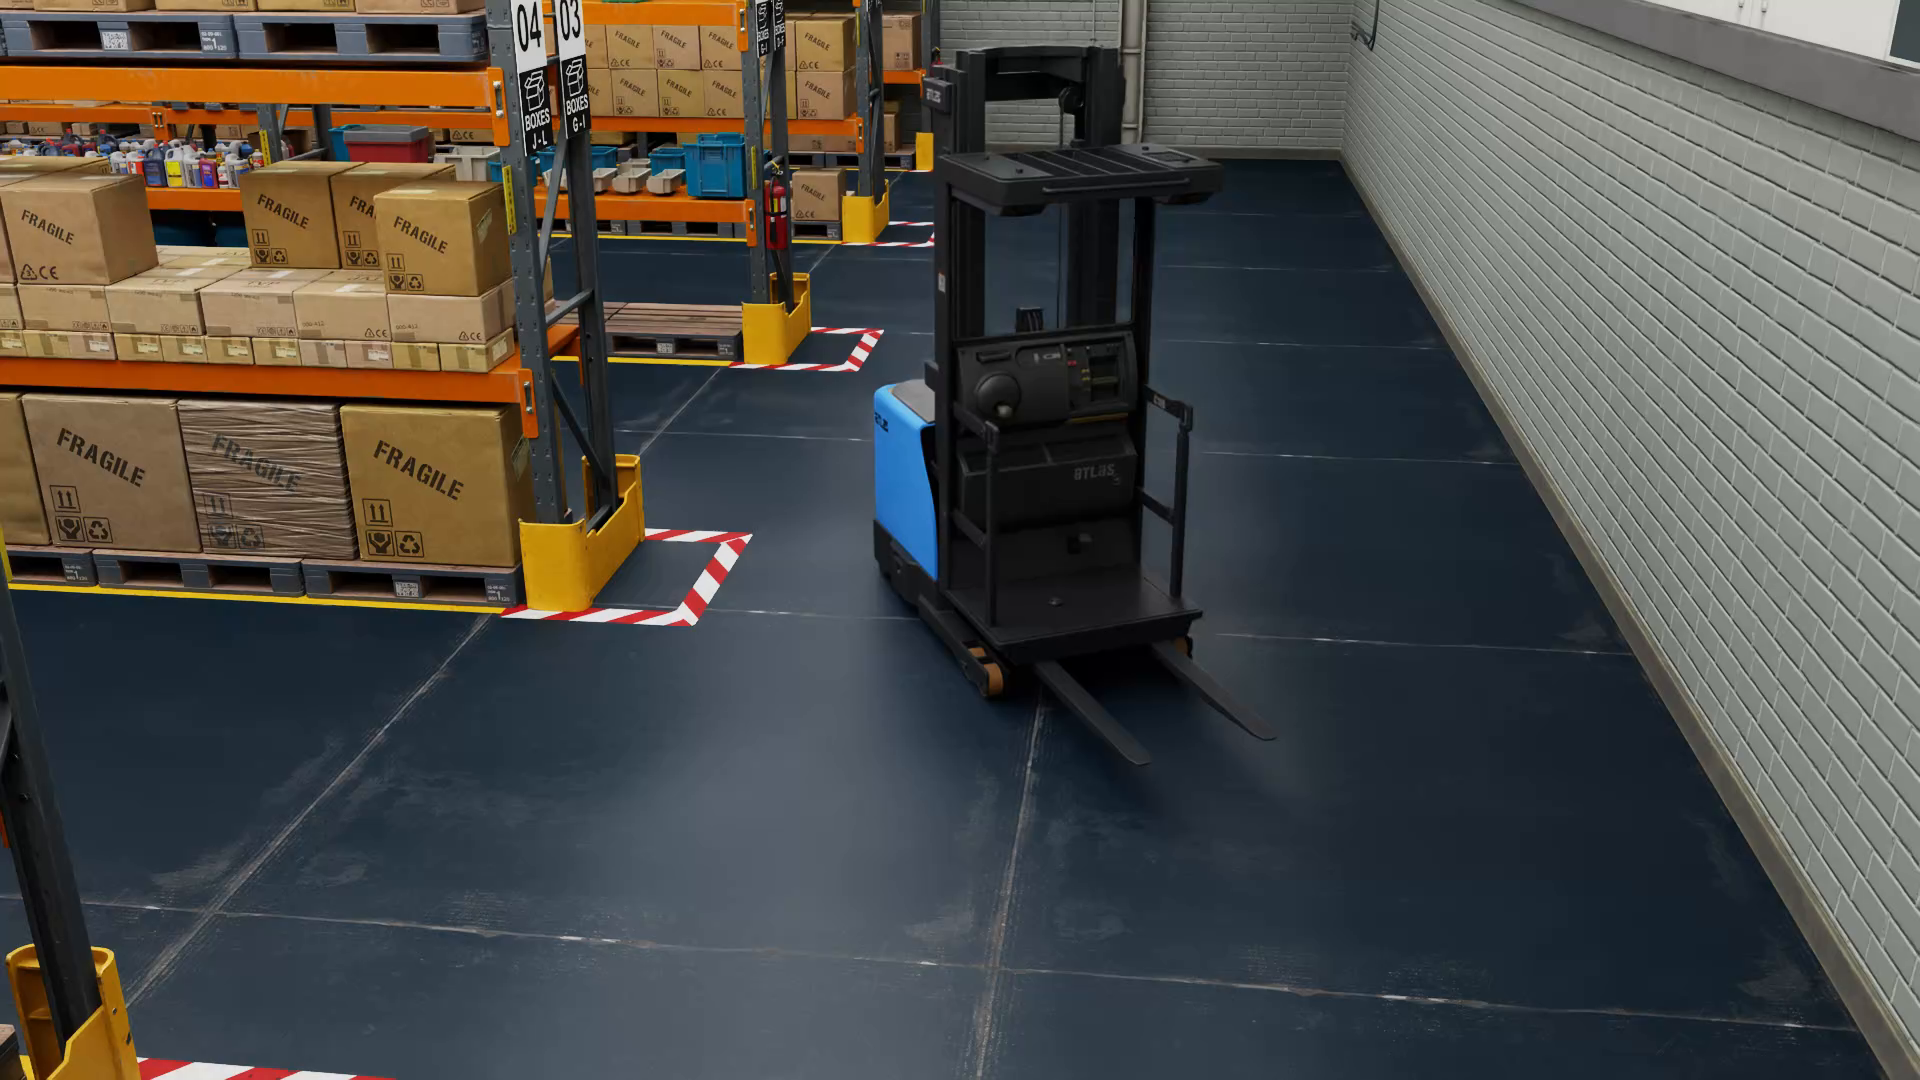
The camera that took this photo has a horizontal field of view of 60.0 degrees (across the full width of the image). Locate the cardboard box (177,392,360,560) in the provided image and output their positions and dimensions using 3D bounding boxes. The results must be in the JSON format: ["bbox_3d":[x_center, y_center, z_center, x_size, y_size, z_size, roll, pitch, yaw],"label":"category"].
[{"bbox_3d":[-3.691,-0.470,9.367,0.875,0.875,0.875,2,22,6],"label":"cardboard box"}]

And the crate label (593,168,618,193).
[{"bbox_3d":[-2.956,-2.929,13.545,0.243,0.136,0.396,2,22,6],"label":"crate label"}]

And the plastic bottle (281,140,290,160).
[{"bbox_3d":[-5.883,-3.319,14.321,0.185,0.351,0.144,2,22,6],"label":"plastic bottle"}]

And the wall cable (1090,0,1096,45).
[{"bbox_3d":[0.989,-7.413,23.228,1.851,1.984,0.084,2,22,6],"label":"wall cable"}]

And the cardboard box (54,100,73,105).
[{"bbox_3d":[-10.190,-5.106,19.116,0.250,0.149,0.380,4,22,10],"label":"cardboard box"}]

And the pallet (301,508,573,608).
[{"bbox_3d":[-2.945,0.066,9.486,1.213,0.211,1.003,2,22,6],"label":"pallet"}]

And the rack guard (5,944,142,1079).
[{"bbox_3d":[-2.902,1.741,4.857,0.348,0.500,1.175,2,22,6],"label":"rack guard"}]

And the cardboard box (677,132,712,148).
[{"bbox_3d":[-3.635,-5.786,23.325,0.500,0.500,0.700,3,22,7],"label":"cardboard box"}]

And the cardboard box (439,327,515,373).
[{"bbox_3d":[-2.535,-1.003,8.739,0.250,0.149,0.380,3,22,7],"label":"cardboard box"}]

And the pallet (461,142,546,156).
[{"bbox_3d":[-6.356,-5.584,23.778,1.213,0.211,1.003,2,22,6],"label":"pallet"}]

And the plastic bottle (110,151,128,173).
[{"bbox_3d":[-6.958,-3.091,13.847,0.135,0.276,0.152,2,22,6],"label":"plastic bottle"}]

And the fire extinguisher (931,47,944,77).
[{"bbox_3d":[-0.298,-6.266,22.322,0.183,0.674,0.296,2,22,6],"label":"fire extinguisher"}]

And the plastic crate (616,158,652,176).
[{"bbox_3d":[-2.748,-3.143,14.087,0.298,0.136,0.250,2,22,6],"label":"plastic crate"}]

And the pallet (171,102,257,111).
[{"bbox_3d":[-8.236,-5.095,19.008,1.003,0.211,1.213,2,22,6],"label":"pallet"}]

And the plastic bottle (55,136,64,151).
[{"bbox_3d":[-7.917,-3.414,14.654,0.133,0.283,0.061,2,22,6],"label":"plastic bottle"}]

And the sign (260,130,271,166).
[{"bbox_3d":[-5.598,-3.134,13.411,0.005,0.325,0.100,2,22,6],"label":"sign"}]

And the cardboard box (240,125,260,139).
[{"bbox_3d":[-10.054,-6.127,24.158,0.500,0.500,0.700,2,22,6],"label":"cardboard box"}]

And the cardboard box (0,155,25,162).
[{"bbox_3d":[-5.626,-1.893,9.428,0.500,0.500,0.500,3,22,8],"label":"cardboard box"}]

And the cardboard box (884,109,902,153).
[{"bbox_3d":[-1.100,-5.677,23.048,0.500,0.500,0.700,2,22,6],"label":"cardboard box"}]

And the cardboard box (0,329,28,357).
[{"bbox_3d":[-5.076,-1.114,9.018,0.250,0.149,0.380,2,22,5],"label":"cardboard box"}]

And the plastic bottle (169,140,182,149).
[{"bbox_3d":[-6.866,-3.348,14.497,0.135,0.276,0.152,2,22,6],"label":"plastic bottle"}]

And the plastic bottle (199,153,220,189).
[{"bbox_3d":[-6.196,-3.044,13.719,0.133,0.283,0.061,2,22,6],"label":"plastic bottle"}]

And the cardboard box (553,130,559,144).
[{"bbox_3d":[-5.909,-6.037,23.483,0.750,0.750,0.750,3,22,8],"label":"cardboard box"}]

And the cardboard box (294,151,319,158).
[{"bbox_3d":[-7.447,-4.253,19.418,0.500,0.500,0.500,2,22,4],"label":"cardboard box"}]

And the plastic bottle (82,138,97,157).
[{"bbox_3d":[-7.608,-3.378,14.563,0.133,0.283,0.061,2,22,6],"label":"plastic bottle"}]

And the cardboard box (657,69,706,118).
[{"bbox_3d":[-2.960,-4.875,18.054,0.500,0.500,0.500,2,22,6],"label":"cardboard box"}]

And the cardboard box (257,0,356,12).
[{"bbox_3d":[-3.210,-2.979,8.473,0.500,0.500,0.700,2,22,4],"label":"cardboard box"}]

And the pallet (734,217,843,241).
[{"bbox_3d":[-1.840,-3.582,18.714,1.213,0.211,1.003,2,22,6],"label":"pallet"}]

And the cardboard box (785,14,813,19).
[{"bbox_3d":[-1.902,-5.488,18.246,0.500,0.500,0.500,3,22,7],"label":"cardboard box"}]

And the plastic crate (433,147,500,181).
[{"bbox_3d":[-4.037,-3.046,13.644,0.530,0.282,0.437,2,22,6],"label":"plastic crate"}]

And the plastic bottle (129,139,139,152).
[{"bbox_3d":[-7.208,-3.371,14.561,0.097,0.271,0.097,0,22,0],"label":"plastic bottle"}]

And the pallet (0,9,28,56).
[{"bbox_3d":[-5.303,-2.712,8.762,1.213,0.211,1.003,2,22,6],"label":"pallet"}]

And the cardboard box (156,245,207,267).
[{"bbox_3d":[-4.624,-1.500,9.453,0.500,0.250,0.500,3,22,7],"label":"cardboard box"}]

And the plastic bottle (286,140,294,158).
[{"bbox_3d":[-5.845,-3.324,14.426,0.133,0.283,0.061,2,22,6],"label":"plastic bottle"}]

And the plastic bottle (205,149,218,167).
[{"bbox_3d":[-6.518,-3.308,14.498,0.097,0.201,0.097,0,22,0],"label":"plastic bottle"}]

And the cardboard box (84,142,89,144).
[{"bbox_3d":[-10.431,-4.538,19.743,0.500,0.311,0.500,2,22,5],"label":"cardboard box"}]

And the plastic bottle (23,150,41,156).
[{"bbox_3d":[-7.735,-3.125,13.933,0.135,0.276,0.152,2,22,6],"label":"plastic bottle"}]

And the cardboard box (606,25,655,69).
[{"bbox_3d":[-3.487,-5.358,17.918,0.500,0.500,0.500,2,22,5],"label":"cardboard box"}]

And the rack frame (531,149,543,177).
[{"bbox_3d":[-4.945,-5.015,18.544,0.127,3.000,1.000,2,22,6],"label":"rack frame"}]

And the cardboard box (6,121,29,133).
[{"bbox_3d":[-13.896,-6.125,24.632,0.250,0.149,0.380,1,22,2],"label":"cardboard box"}]

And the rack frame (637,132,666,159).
[{"bbox_3d":[-4.366,-6.823,23.119,0.127,3.000,1.000,2,22,6],"label":"rack frame"}]

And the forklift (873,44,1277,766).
[{"bbox_3d":[0.512,-0.777,7.919,1.130,2.935,3.031,-8,23,-20],"label":"forklift"}]

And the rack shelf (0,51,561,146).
[{"bbox_3d":[-4.128,-2.372,8.758,4.000,0.370,1.077,2,22,6],"label":"rack shelf"}]

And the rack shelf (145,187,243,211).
[{"bbox_3d":[-7.518,-2.958,14.321,4.000,0.370,1.077,2,22,6],"label":"rack shelf"}]

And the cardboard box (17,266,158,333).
[{"bbox_3d":[-4.670,-1.307,8.965,0.500,0.250,0.500,3,22,8],"label":"cardboard box"}]

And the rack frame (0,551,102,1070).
[{"bbox_3d":[-2.826,0.580,4.392,0.053,2.616,0.949,2,22,6],"label":"rack frame"}]

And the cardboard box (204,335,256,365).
[{"bbox_3d":[-3.807,-1.058,8.878,0.250,0.149,0.380,3,22,6],"label":"cardboard box"}]

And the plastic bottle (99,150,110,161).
[{"bbox_3d":[-7.192,-3.145,13.991,0.097,0.271,0.097,0,22,0],"label":"plastic bottle"}]

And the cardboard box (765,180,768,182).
[{"bbox_3d":[-2.472,-3.938,18.962,0.500,0.250,0.500,2,22,6],"label":"cardboard box"}]

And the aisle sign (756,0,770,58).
[{"bbox_3d":[-1.522,-4.132,12.776,0.004,0.787,0.394,2,22,6],"label":"aisle sign"}]
